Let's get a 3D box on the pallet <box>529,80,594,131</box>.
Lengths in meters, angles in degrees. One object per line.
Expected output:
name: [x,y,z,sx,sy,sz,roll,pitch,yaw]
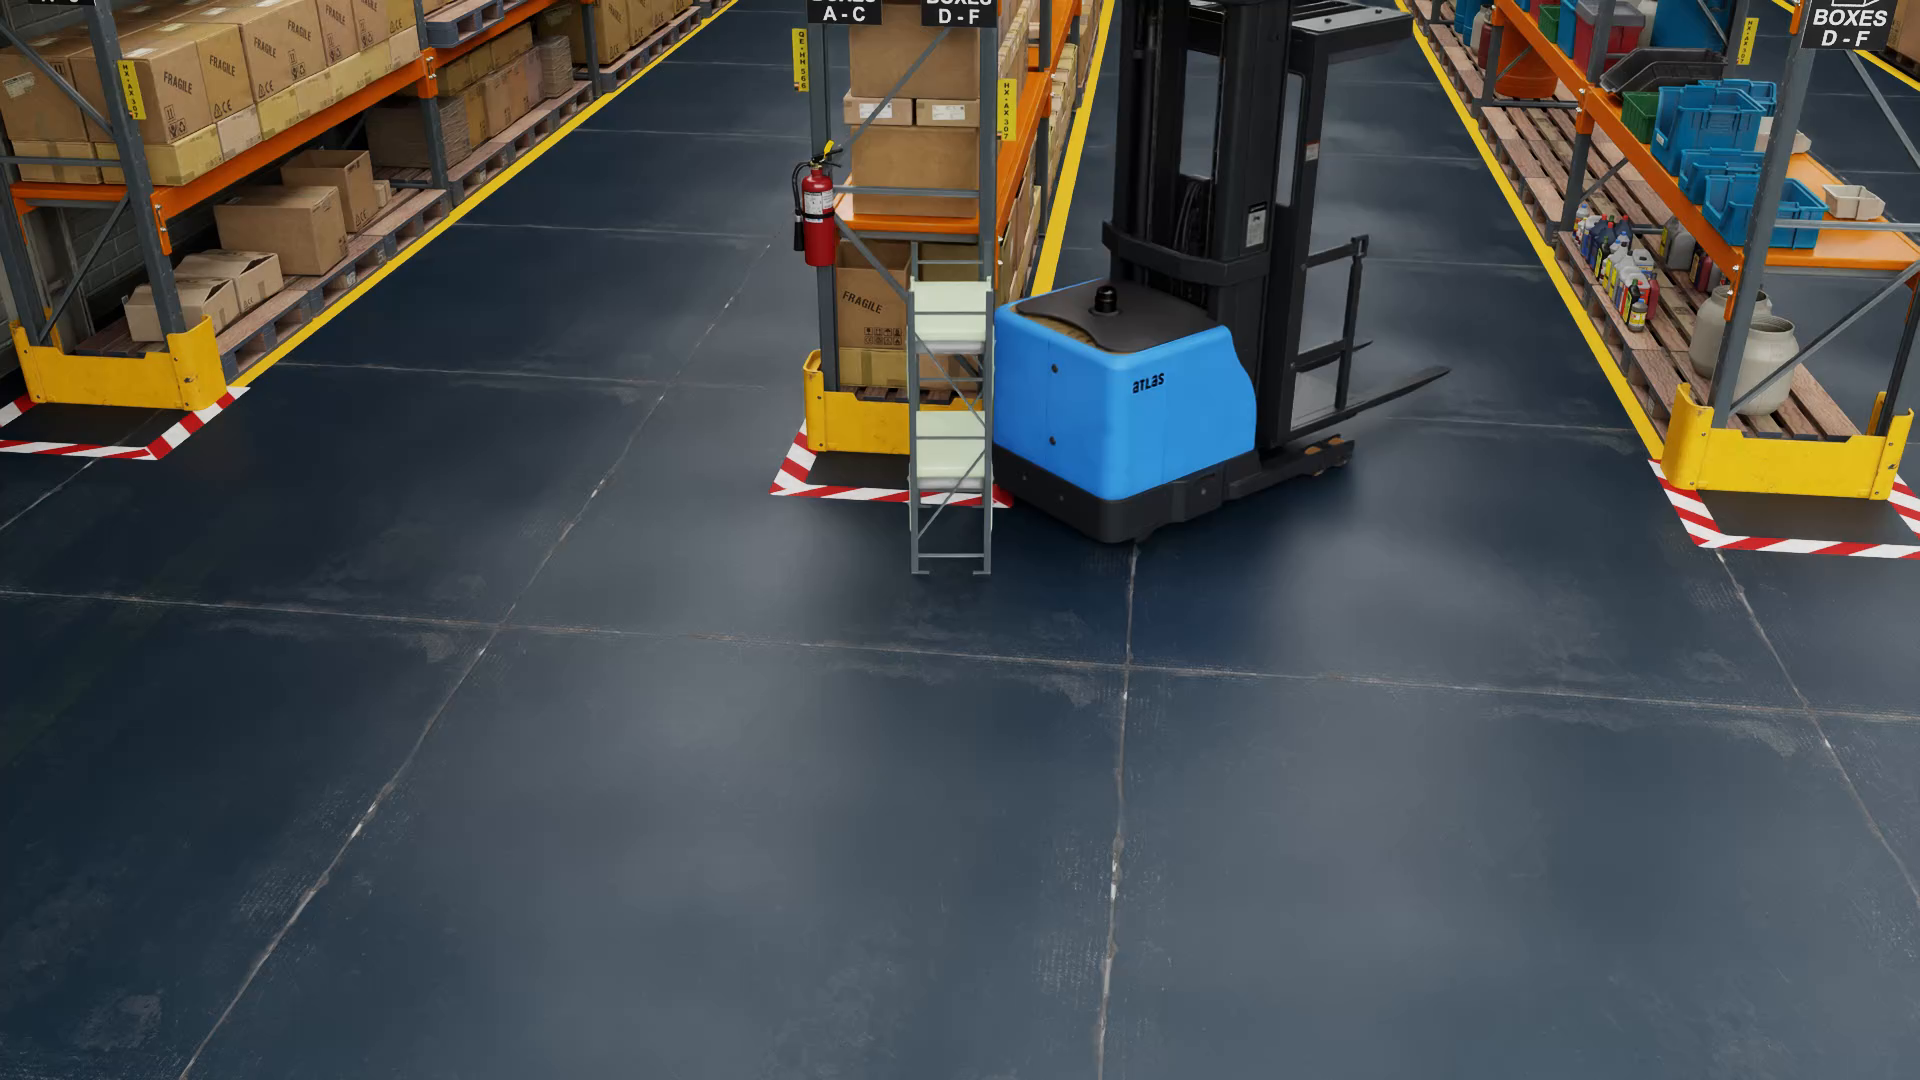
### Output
pallet: [-4.335,-4.360,16.621,1.003,0.211,1.213,3,28,6]

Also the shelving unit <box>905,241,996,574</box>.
shelving unit: [-0.046,-0.665,8.404,0.431,1.500,0.755,0,28,0]

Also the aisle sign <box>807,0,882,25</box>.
aisle sign: [-0.601,-3.035,8.479,0.394,0.787,0.004,3,28,6]

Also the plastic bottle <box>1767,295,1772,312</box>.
plastic bottle: [5.146,-1.442,10.677,0.097,0.271,0.097,0,28,0]

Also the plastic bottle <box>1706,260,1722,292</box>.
plastic bottle: [5.225,-1.853,11.435,0.152,0.276,0.135,4,29,7]

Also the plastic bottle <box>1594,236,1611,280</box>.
plastic bottle: [4.509,-1.975,11.654,0.061,0.283,0.133,5,29,8]

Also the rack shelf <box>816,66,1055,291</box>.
rack shelf: [-0.056,-2.529,11.040,1.077,0.370,4.000,3,28,6]

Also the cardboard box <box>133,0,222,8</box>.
cardboard box: [-5.179,-3.414,11.271,0.500,0.500,0.500,4,29,7]

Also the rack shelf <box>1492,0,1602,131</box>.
rack shelf: [5.350,-4.122,13.997,1.077,0.370,4.000,3,28,6]

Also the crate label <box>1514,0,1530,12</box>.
crate label: [5.204,-4.944,14.727,0.502,0.435,0.616,3,28,6]

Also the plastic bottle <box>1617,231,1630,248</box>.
plastic bottle: [4.696,-2.059,11.821,0.097,0.271,0.097,0,28,0]

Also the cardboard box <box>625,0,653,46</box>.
cardboard box: [-3.904,-5.945,18.446,0.750,0.750,0.750,3,28,6]

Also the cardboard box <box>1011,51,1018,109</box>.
cardboard box: [0.017,-3.137,11.305,0.700,0.500,0.500,4,29,7]

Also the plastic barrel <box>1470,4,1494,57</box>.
plastic barrel: [5.757,-5.504,17.983,0.421,0.512,0.421,0,28,0]

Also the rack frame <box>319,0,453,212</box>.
rack frame: [-4.728,-4.073,13.148,1.000,3.000,0.127,3,28,6]

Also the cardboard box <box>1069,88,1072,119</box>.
cardboard box: [0.797,-4.139,15.727,0.500,0.250,0.500,3,28,6]

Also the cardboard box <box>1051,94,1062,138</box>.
cardboard box: [0.616,-3.667,14.259,0.500,0.311,0.500,2,28,5]

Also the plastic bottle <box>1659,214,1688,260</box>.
plastic bottle: [5.169,-2.213,12.025,0.144,0.351,0.185,3,28,6]

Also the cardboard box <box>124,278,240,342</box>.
cardboard box: [-5.044,-1.521,10.781,0.500,0.311,0.500,0,28,0]

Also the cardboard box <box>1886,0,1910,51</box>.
cardboard box: [10.942,-5.922,18.377,1.225,0.875,0.875,3,29,6]

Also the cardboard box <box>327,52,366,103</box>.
cardboard box: [-4.601,-3.303,11.856,0.500,0.250,0.500,3,28,6]

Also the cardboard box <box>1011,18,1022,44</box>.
cardboard box: [0.211,-3.378,11.069,0.380,0.149,0.250,4,29,8]

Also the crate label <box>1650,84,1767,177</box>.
crate label: [4.571,-2.512,10.213,0.502,0.435,0.616,3,28,6]

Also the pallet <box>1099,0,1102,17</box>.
pallet: [1.254,-6.648,20.868,1.003,0.211,1.213,3,28,6]

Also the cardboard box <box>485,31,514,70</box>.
cardboard box: [-4.464,-4.530,15.377,0.500,0.250,0.500,3,28,6]

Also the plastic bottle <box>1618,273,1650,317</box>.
plastic bottle: [4.462,-1.616,10.995,0.152,0.276,0.135,4,29,7]

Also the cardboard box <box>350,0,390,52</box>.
cardboard box: [-4.534,-3.870,12.117,0.500,0.500,0.500,3,28,6]

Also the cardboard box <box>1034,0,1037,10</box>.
cardboard box: [0.368,-3.976,12.178,0.380,0.149,0.250,3,28,6]

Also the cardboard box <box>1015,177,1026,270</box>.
cardboard box: [0.172,-2.154,11.251,0.500,0.500,0.500,3,28,6]

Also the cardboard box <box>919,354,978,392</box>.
cardboard box: [-0.015,-1.118,10.119,0.500,0.250,0.500,3,28,6]

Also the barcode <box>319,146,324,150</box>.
barcode: [-5.032,-3.067,13.114,0.001,0.075,0.075,3,28,6]

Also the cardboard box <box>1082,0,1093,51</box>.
cardboard box: [1.202,-5.689,18.319,0.500,0.500,0.500,2,28,4]

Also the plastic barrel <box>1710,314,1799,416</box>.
plastic barrel: [4.619,-1.018,9.658,0.421,0.512,0.421,0,28,0]

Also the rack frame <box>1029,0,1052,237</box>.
rack frame: [0.189,-3.787,12.616,1.000,3.000,0.127,3,28,6]

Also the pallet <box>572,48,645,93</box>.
pallet: [-4.066,-5.095,17.985,1.003,0.211,1.213,3,28,6]

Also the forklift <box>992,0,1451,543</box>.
forklift: [1.631,-1.829,9.055,3.031,2.935,1.130,-20,34,-33]

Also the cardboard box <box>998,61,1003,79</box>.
cardboard box: [0.055,-2.766,9.933,0.380,0.149,0.250,3,28,5]

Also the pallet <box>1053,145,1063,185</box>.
pallet: [0.388,-3.484,14.995,1.003,0.211,1.213,3,28,6]

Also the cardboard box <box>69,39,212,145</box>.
cardboard box: [-4.861,-2.670,9.890,0.500,0.500,0.500,3,28,6]

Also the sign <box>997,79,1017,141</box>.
sign: [0.249,-2.285,8.832,0.100,0.325,0.005,3,28,6]

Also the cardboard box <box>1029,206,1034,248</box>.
cardboard box: [0.278,-2.295,12.304,0.500,0.250,0.500,3,28,6]

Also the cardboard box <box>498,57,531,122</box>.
cardboard box: [-4.486,-4.236,15.622,0.700,0.500,0.500,3,28,6]

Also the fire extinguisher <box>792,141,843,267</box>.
fire extinguisher: [-0.777,-1.841,9.087,0.296,0.674,0.183,3,28,6]

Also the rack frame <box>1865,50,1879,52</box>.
rack frame: [11.000,-6.975,18.534,1.000,3.000,0.127,3,28,6]

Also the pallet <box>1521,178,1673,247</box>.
pallet: [5.162,-2.642,13.431,1.003,0.211,1.213,3,28,6]

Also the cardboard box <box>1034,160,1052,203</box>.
cardboard box: [0.484,-2.937,13.495,0.500,0.250,0.500,3,28,5]

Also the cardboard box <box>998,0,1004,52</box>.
cardboard box: [-0.105,-3.248,10.143,0.700,0.500,0.500,3,29,6]

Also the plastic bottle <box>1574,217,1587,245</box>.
plastic bottle: [4.618,-2.287,12.318,0.097,0.201,0.097,0,28,0]

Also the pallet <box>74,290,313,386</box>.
pallet: [-5.074,-1.379,11.086,1.003,0.211,1.213,3,28,6]
